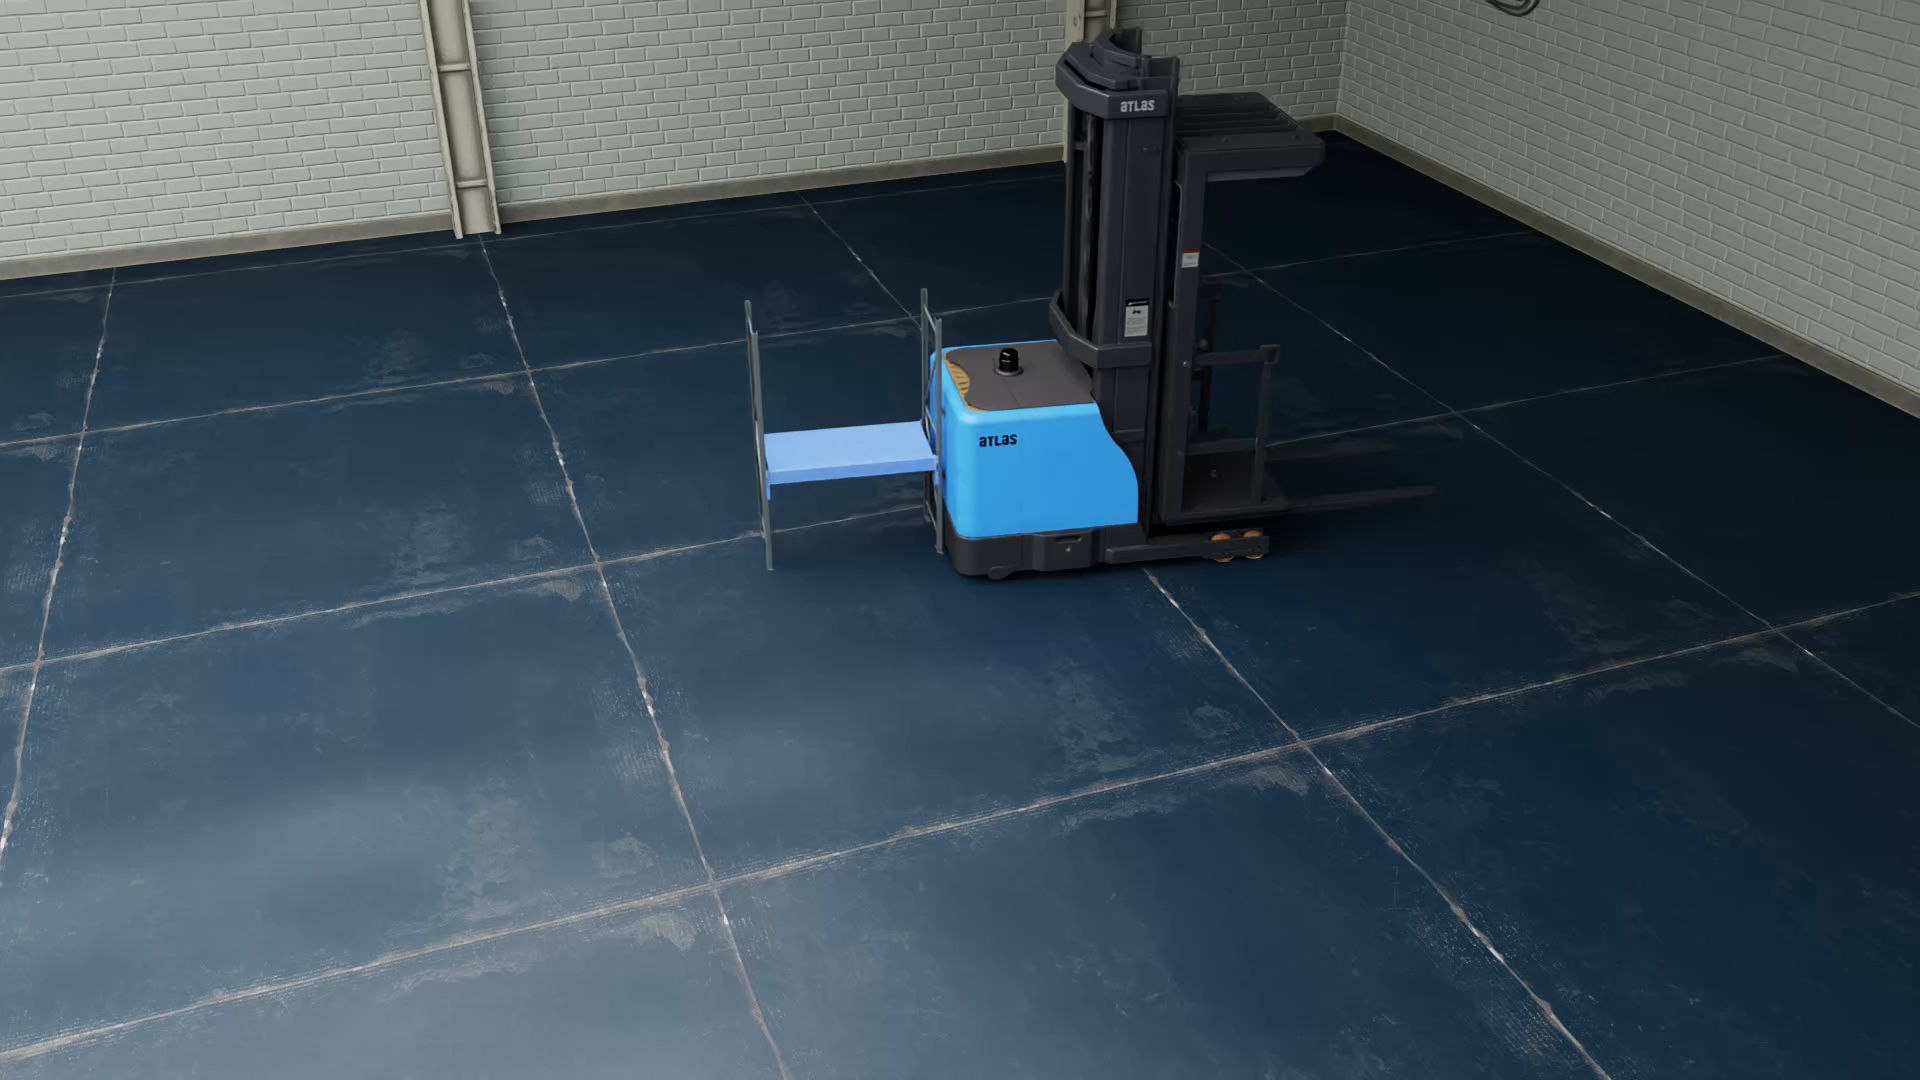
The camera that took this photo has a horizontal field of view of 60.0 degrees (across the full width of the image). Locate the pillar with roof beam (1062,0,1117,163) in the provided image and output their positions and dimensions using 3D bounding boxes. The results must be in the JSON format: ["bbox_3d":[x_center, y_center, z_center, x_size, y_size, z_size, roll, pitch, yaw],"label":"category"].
[{"bbox_3d":[2.772,-5.739,11.083,0.400,9.000,9.100,-10,31,-18],"label":"pillar with roof beam"}]

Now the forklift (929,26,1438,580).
[{"bbox_3d":[1.376,-1.394,9.586,3.031,2.935,1.130,-5,30,-10],"label":"forklift"}]

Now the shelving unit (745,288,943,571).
[{"bbox_3d":[-0.664,-0.639,9.707,1.048,1.500,0.538,-5,30,-10],"label":"shelving unit"}]

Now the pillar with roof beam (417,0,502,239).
[{"bbox_3d":[-2.851,-4.703,9.265,0.400,9.000,9.100,-10,31,-18],"label":"pillar with roof beam"}]

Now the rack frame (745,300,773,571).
[{"bbox_3d":[-1.163,-0.591,9.623,0.032,1.500,0.500,-5,30,-10],"label":"rack frame"}]

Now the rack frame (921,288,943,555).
[{"bbox_3d":[-0.165,-0.687,9.791,0.032,1.500,0.500,-5,30,-10],"label":"rack frame"}]

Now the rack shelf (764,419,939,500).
[{"bbox_3d":[-0.664,-0.482,9.796,1.000,0.185,0.538,-5,30,-10],"label":"rack shelf"}]

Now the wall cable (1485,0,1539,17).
[{"bbox_3d":[4.493,-6.282,15.173,0.112,2.526,3.097,-10,31,-18],"label":"wall cable"}]
